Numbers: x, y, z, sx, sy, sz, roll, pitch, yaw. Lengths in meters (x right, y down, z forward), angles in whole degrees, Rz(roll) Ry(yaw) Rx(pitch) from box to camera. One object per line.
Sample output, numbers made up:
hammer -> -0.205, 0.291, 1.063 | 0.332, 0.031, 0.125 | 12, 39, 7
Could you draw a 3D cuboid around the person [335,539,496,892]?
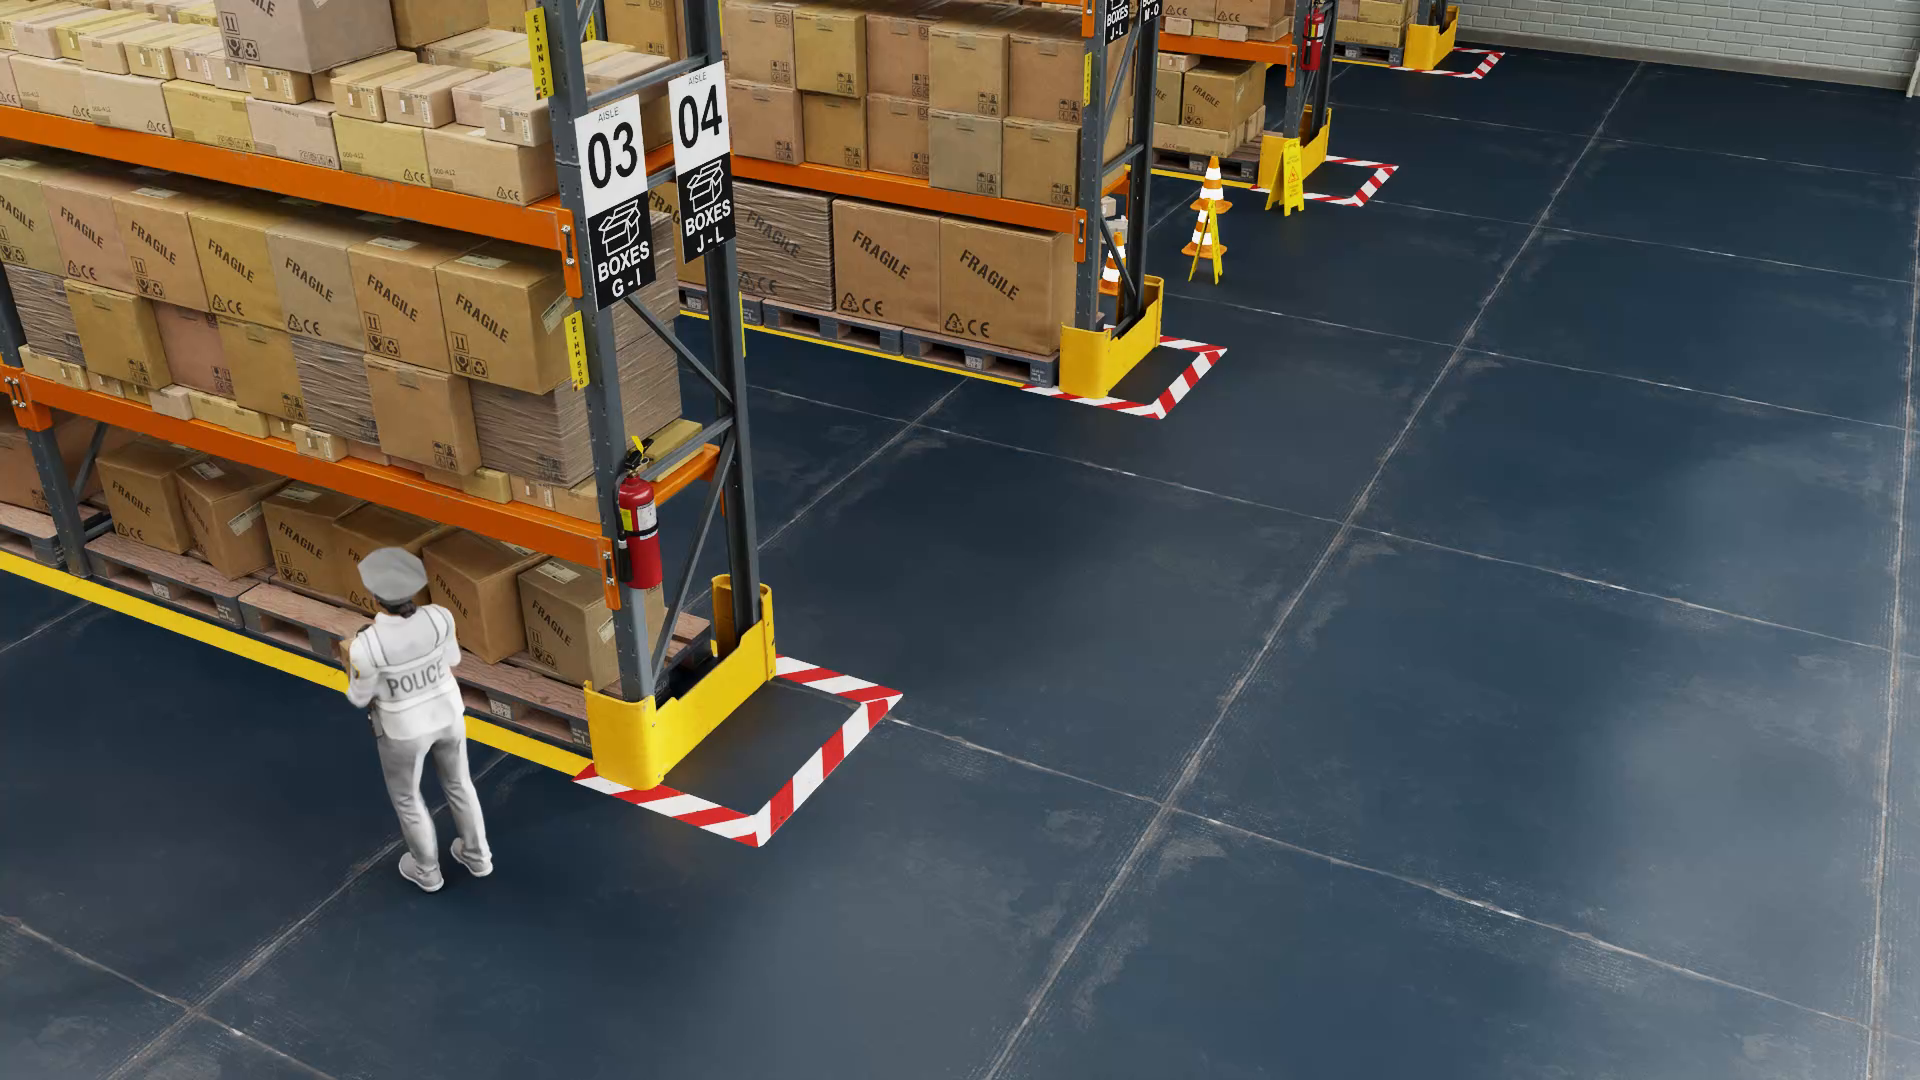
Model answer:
person -> -2.288, 0.772, 6.958 | 0.529, 1.661, 0.414 | -26, 39, -37
